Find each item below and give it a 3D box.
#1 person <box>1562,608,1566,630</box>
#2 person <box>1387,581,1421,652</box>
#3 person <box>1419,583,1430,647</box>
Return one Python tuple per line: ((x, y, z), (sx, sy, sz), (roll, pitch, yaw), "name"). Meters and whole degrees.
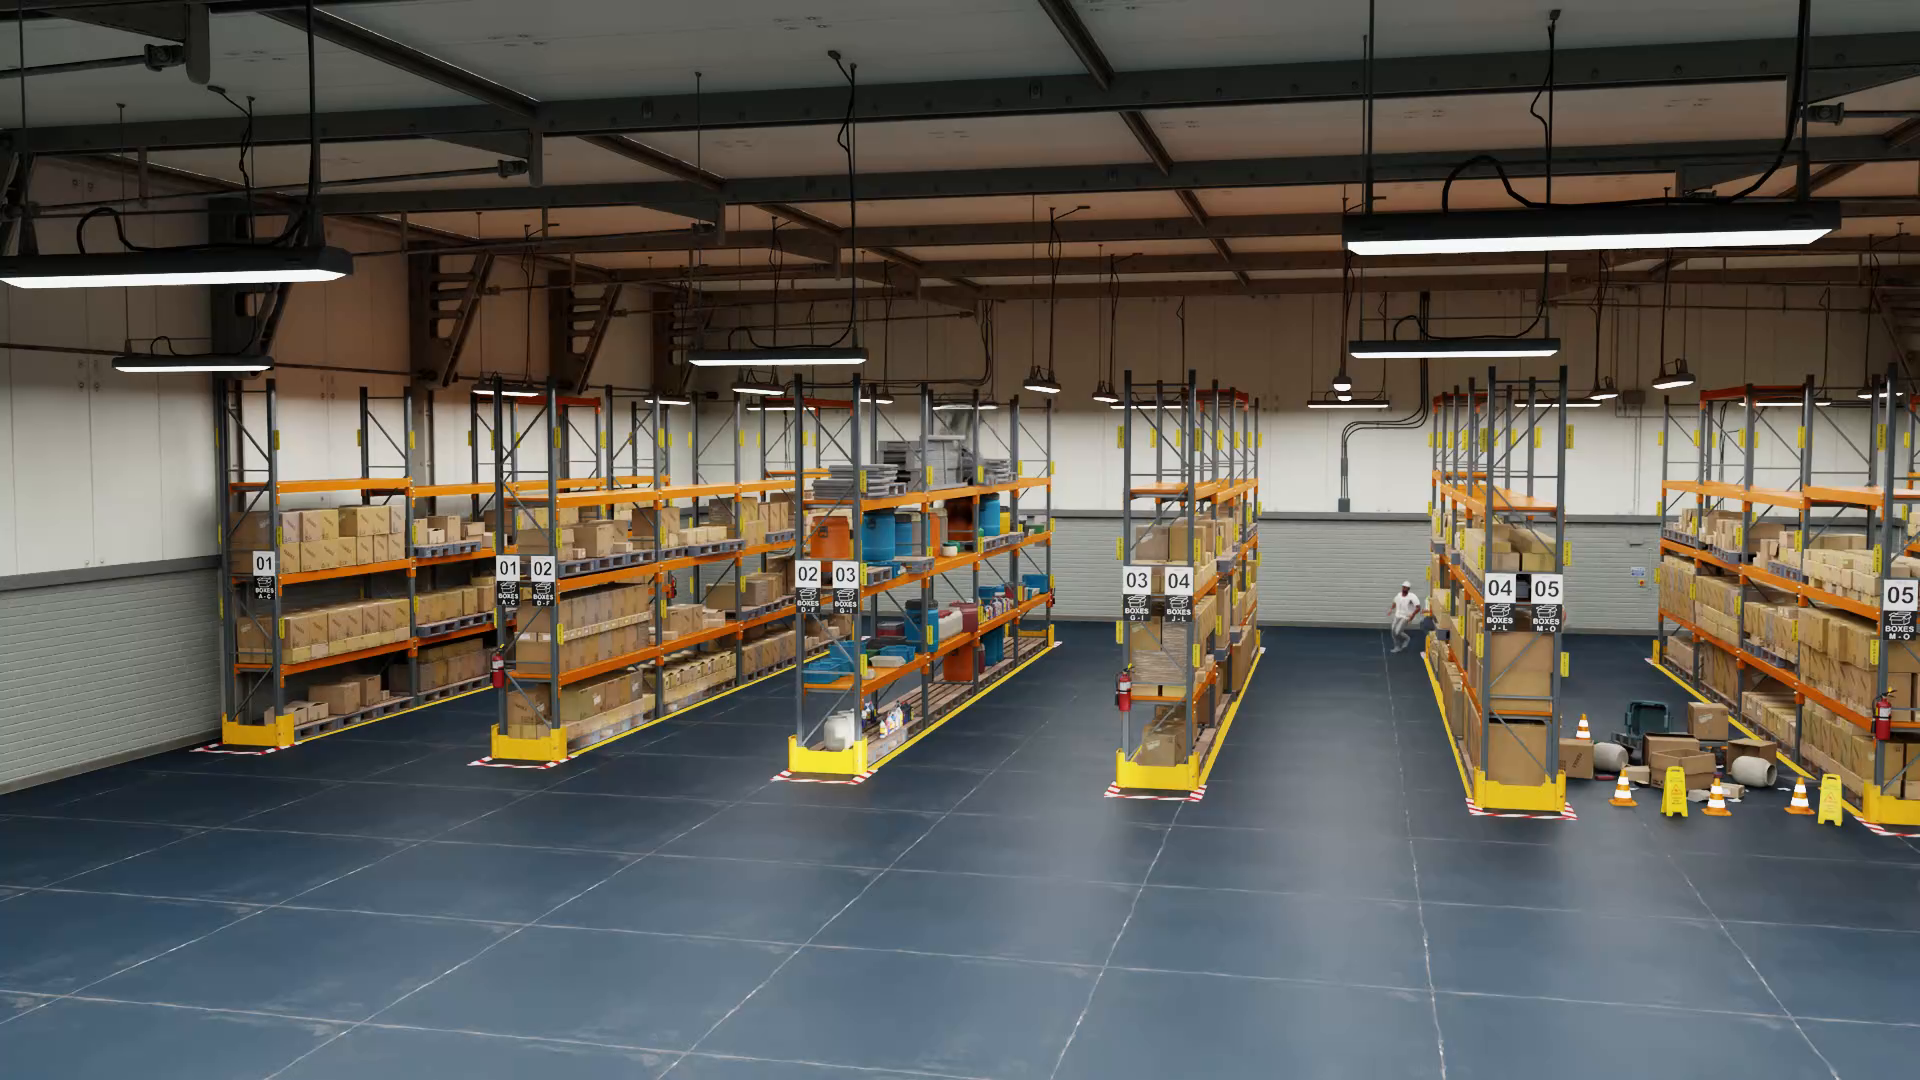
((12.706, 1.923, 35.918), (0.661, 1.769, 0.993), (1, 3, 9), "person")
((10.419, 1.814, 39.085), (0.537, 1.709, 0.762), (-2, 4, -32), "person")
((11.203, 1.776, 39.676), (0.562, 1.682, 0.769), (2, 4, 31), "person")
